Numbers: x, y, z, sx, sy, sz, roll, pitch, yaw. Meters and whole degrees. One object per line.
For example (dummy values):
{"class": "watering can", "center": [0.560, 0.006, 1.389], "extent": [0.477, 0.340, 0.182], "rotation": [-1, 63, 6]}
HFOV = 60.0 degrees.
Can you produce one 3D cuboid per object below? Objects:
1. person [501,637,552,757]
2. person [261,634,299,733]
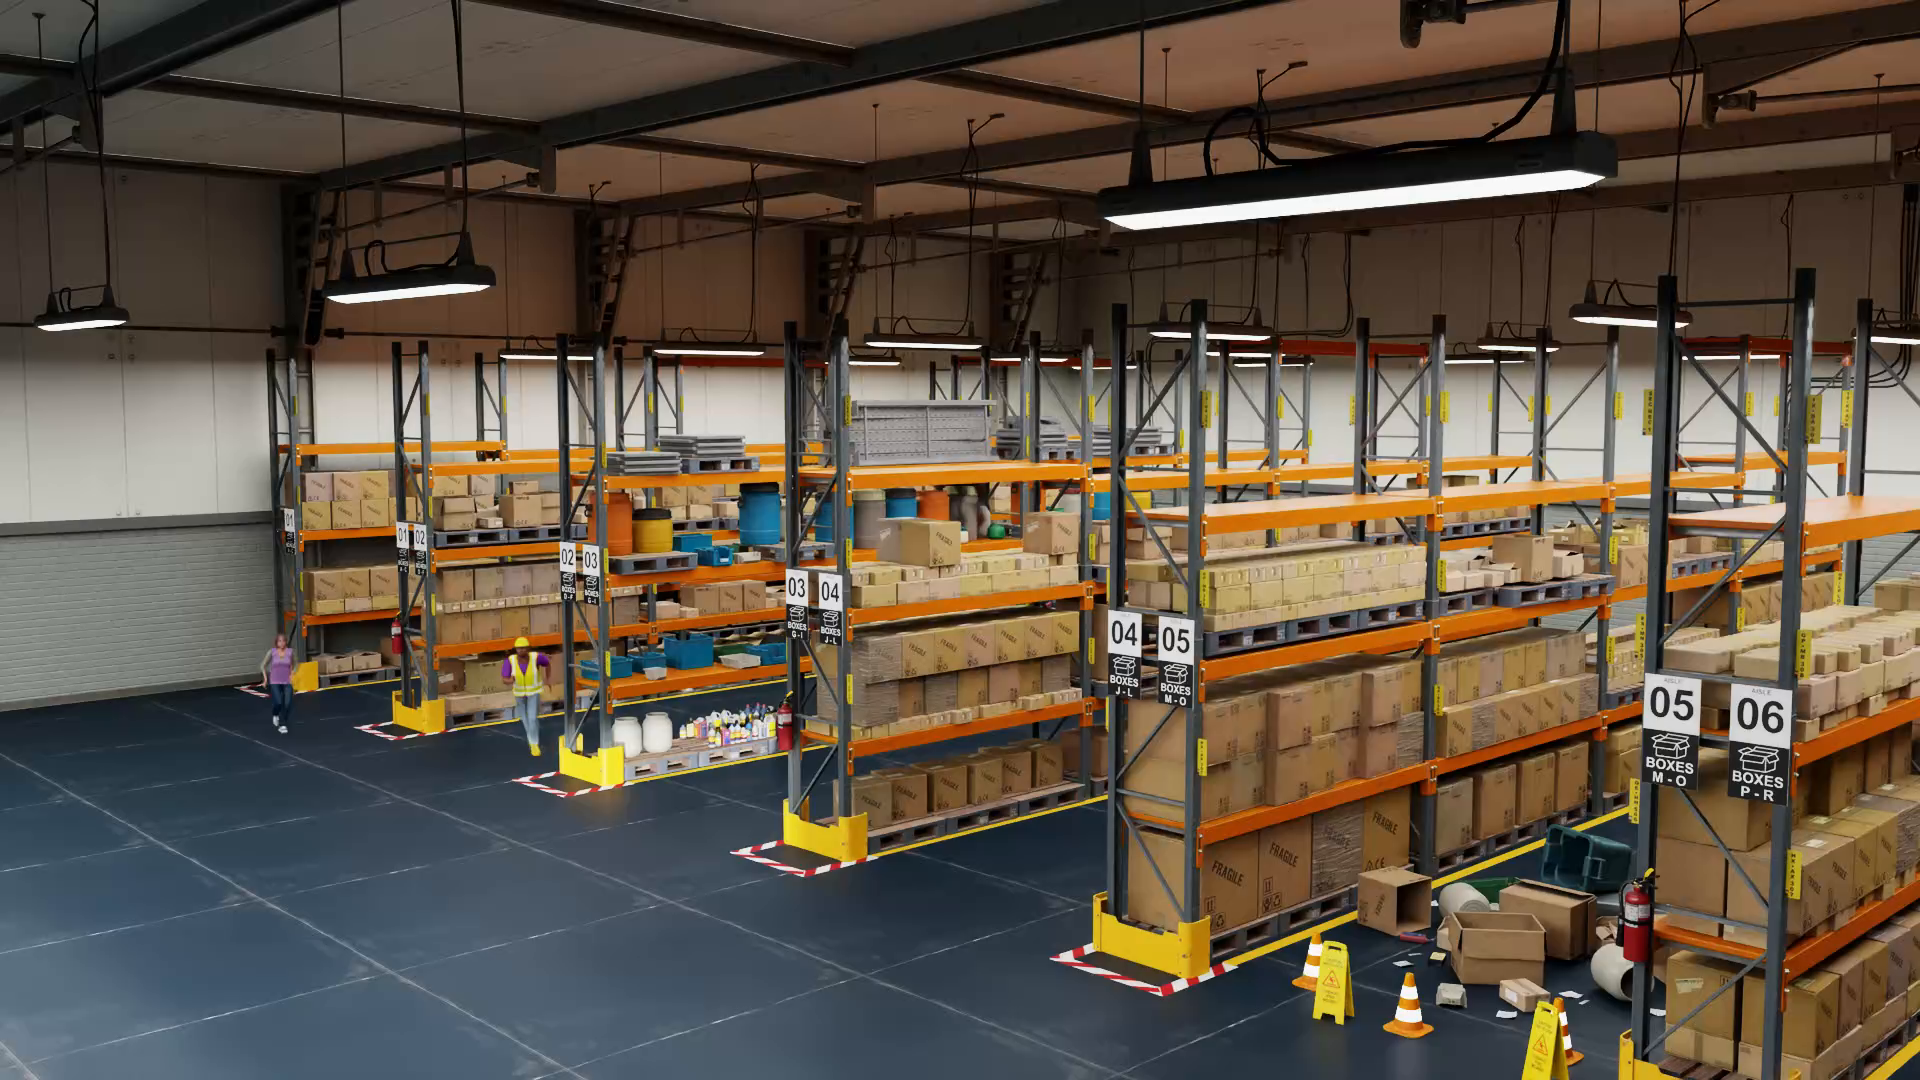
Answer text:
{"class": "person", "center": [-6.236, 2.227, 23.973], "extent": [0.644, 1.712, 0.968], "rotation": [0, 5, 1]}
{"class": "person", "center": [-10.373, 2.195, 25.400], "extent": [0.532, 1.545, 0.574], "rotation": [-3, 6, -29]}
